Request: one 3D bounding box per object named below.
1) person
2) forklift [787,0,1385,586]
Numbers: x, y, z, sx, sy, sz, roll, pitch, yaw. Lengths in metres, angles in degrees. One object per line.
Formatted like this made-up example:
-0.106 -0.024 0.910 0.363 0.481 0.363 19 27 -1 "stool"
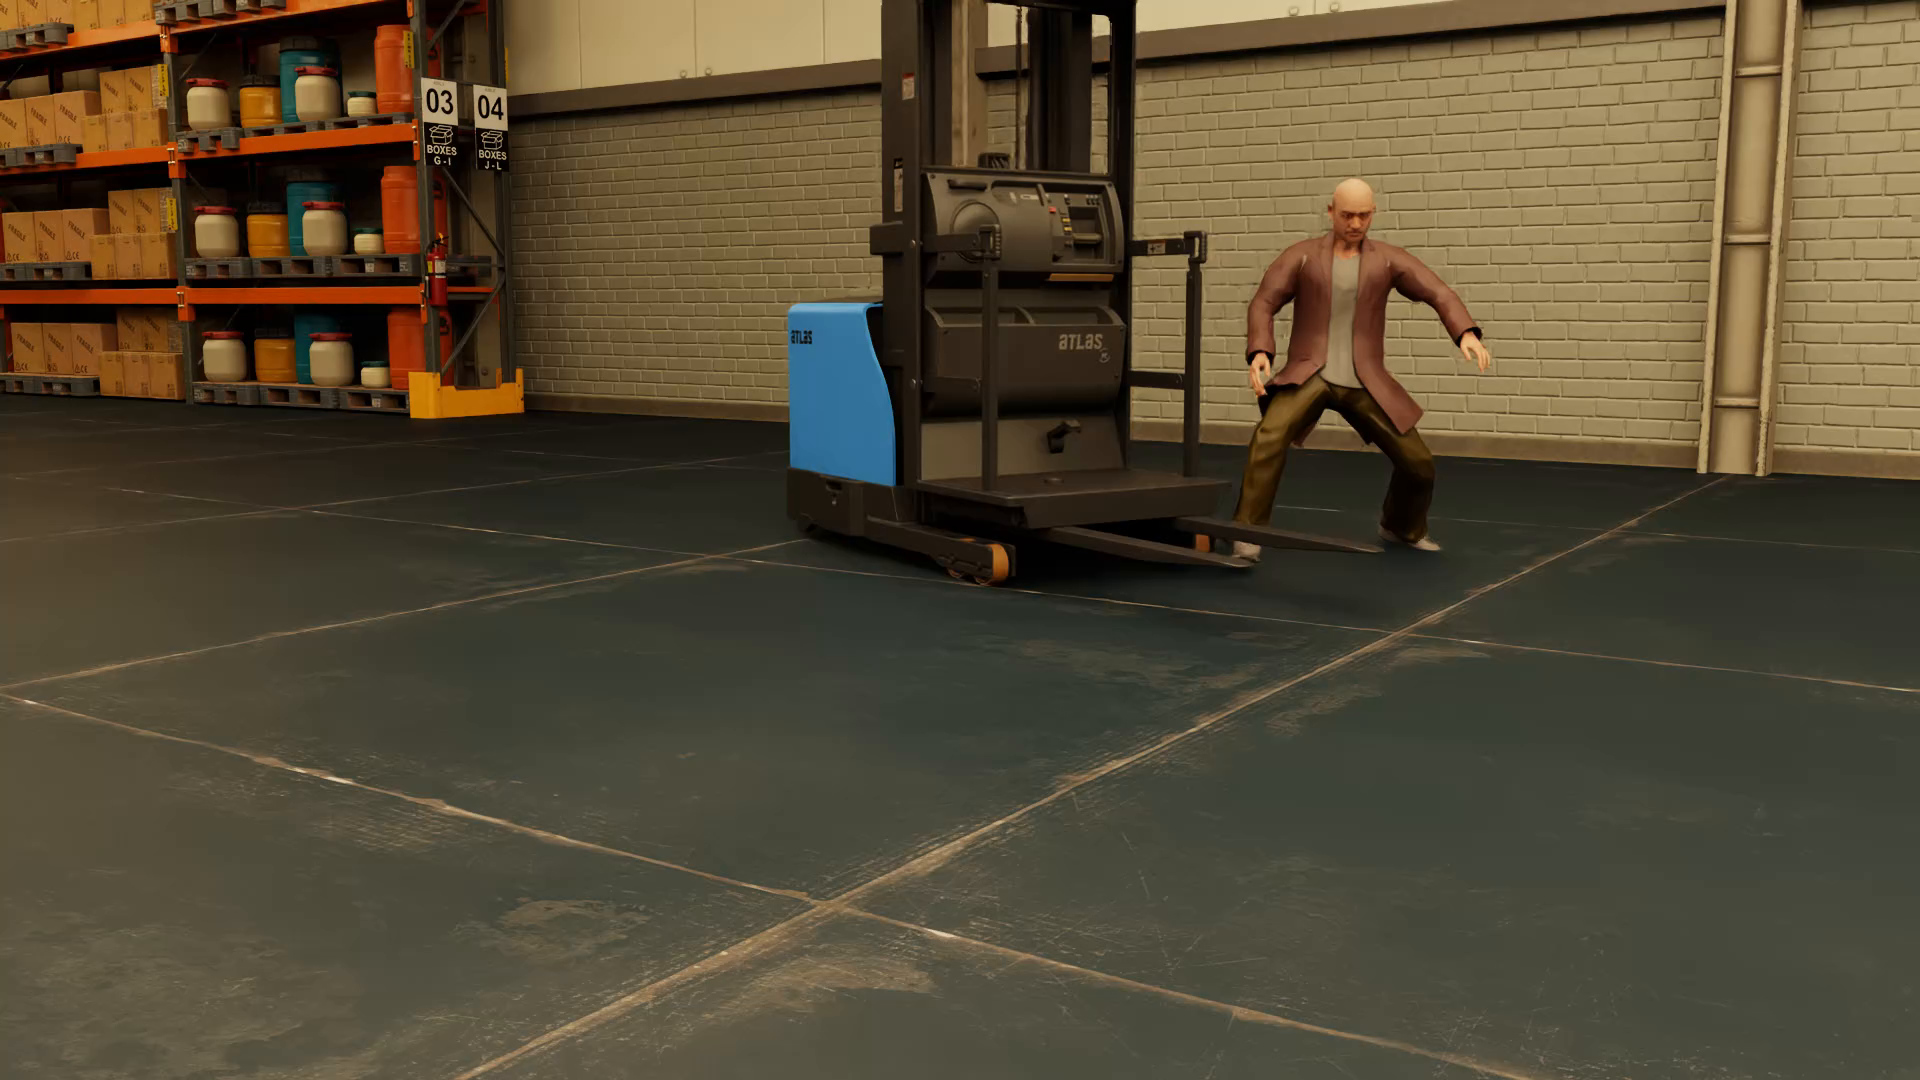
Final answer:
1.646 -0.676 6.978 1.035 1.652 0.987 1 8 6 "person"
0.392 -1.349 6.682 1.130 2.935 3.031 -5 10 -32 "forklift"
